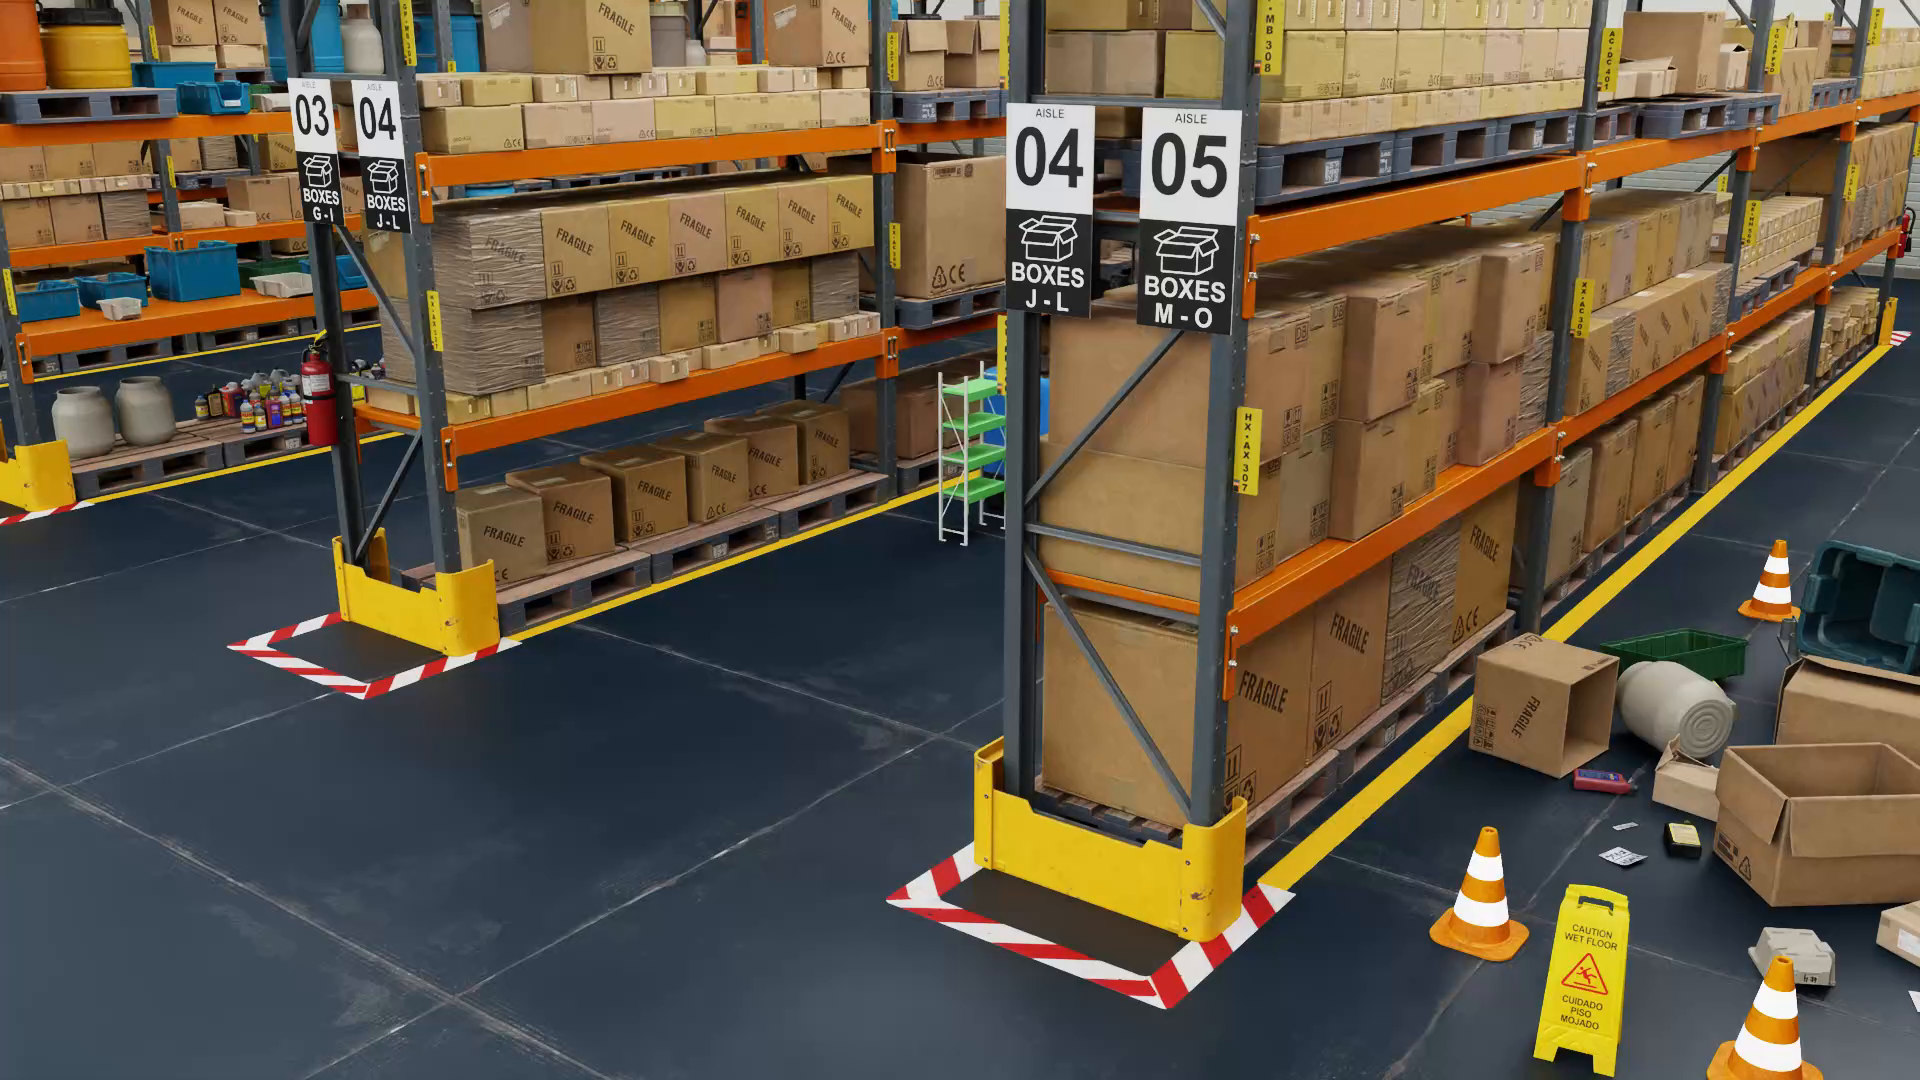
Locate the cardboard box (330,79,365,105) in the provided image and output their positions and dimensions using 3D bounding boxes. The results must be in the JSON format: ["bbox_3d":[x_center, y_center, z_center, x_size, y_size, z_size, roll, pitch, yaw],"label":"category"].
[{"bbox_3d":[-3.387,-2.550,9.420,0.380,0.149,0.250,12,21,35],"label":"cardboard box"}]

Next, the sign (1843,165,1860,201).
[{"bbox_3d":[8.219,-3.291,15.331,0.100,0.325,0.005,12,21,35],"label":"sign"}]

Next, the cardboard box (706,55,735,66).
[{"bbox_3d":[-3.617,-6.920,24.165,0.500,0.250,0.500,12,21,35],"label":"cardboard box"}]

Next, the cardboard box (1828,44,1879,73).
[{"bbox_3d":[8.251,-4.507,15.551,0.500,0.250,0.500,13,22,36],"label":"cardboard box"}]

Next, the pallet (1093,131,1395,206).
[{"bbox_3d":[1.055,-1.546,6.755,1.003,0.211,1.213,12,21,35],"label":"pallet"}]

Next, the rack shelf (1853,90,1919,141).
[{"bbox_3d":[8.963,-4.400,17.011,1.077,0.370,4.000,12,21,35],"label":"rack shelf"}]

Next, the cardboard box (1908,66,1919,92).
[{"bbox_3d":[9.798,-4.871,17.566,0.500,0.250,0.500,12,21,35],"label":"cardboard box"}]

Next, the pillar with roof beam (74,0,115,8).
[{"bbox_3d":[-8.481,-7.356,20.259,9.100,9.000,0.400,12,21,35],"label":"pillar with roof beam"}]

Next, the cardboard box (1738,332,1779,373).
[{"bbox_3d":[6.600,-1.605,14.097,0.500,0.250,0.500,13,21,35],"label":"cardboard box"}]

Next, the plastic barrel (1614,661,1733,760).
[{"bbox_3d":[3.560,0.842,8.319,0.421,0.421,0.512,-4,18,-13],"label":"plastic barrel"}]

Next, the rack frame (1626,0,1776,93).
[{"bbox_3d":[5.388,-4.747,11.858,1.000,3.000,0.127,12,21,35],"label":"rack frame"}]

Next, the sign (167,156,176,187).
[{"bbox_3d":[-8.426,-3.935,17.765,0.100,0.325,0.005,12,21,35],"label":"sign"}]

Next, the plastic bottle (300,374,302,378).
[{"bbox_3d":[-5.955,-1.422,15.105,0.061,0.283,0.133,14,22,37],"label":"plastic bottle"}]

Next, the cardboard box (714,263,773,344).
[{"bbox_3d":[-1.780,-1.674,11.406,0.875,0.500,0.500,12,21,35],"label":"cardboard box"}]

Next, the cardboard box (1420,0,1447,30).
[{"bbox_3d":[1.834,-2.244,7.058,0.380,0.149,0.250,12,21,34],"label":"cardboard box"}]

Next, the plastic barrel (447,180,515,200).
[{"bbox_3d":[-4.423,-2.983,15.447,0.600,0.901,0.708,12,21,35],"label":"plastic barrel"}]

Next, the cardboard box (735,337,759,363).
[{"bbox_3d":[-1.595,-1.318,11.354,0.380,0.149,0.250,12,21,35],"label":"cardboard box"}]

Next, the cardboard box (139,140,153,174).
[{"bbox_3d":[-11.466,-5.252,22.689,0.700,0.500,0.500,12,21,35],"label":"cardboard box"}]

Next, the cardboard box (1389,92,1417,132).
[{"bbox_3d":[1.684,-1.803,6.982,0.380,0.149,0.250,13,21,35],"label":"cardboard box"}]

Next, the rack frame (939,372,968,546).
[{"bbox_3d":[-0.047,-0.554,11.506,0.240,1.200,0.015,12,21,35],"label":"rack frame"}]

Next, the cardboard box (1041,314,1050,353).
[{"bbox_3d":[0.782,-1.864,14.898,0.500,0.250,0.500,16,23,41],"label":"cardboard box"}]

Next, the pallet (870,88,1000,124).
[{"bbox_3d":[-0.465,-3.301,12.575,1.213,0.211,1.003,12,21,35],"label":"pallet"}]

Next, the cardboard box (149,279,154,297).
[{"bbox_3d":[-8.861,-2.884,18.955,0.500,0.311,0.500,12,21,35],"label":"cardboard box"}]

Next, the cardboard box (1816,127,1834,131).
[{"bbox_3d":[8.750,-4.032,17.313,0.500,0.500,0.500,12,21,33],"label":"cardboard box"}]

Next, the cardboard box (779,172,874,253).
[{"bbox_3d":[-0.966,-2.342,11.871,0.500,0.500,0.500,12,21,35],"label":"cardboard box"}]

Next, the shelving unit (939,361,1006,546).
[{"bbox_3d":[0.099,-0.612,11.693,0.258,1.200,0.503,12,21,35],"label":"shelving unit"}]

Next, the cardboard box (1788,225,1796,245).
[{"bbox_3d":[7.071,-2.679,14.526,0.380,0.149,0.250,11,20,32],"label":"cardboard box"}]

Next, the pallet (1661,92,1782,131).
[{"bbox_3d":[5.047,-3.062,11.807,1.213,0.211,1.003,14,22,37],"label":"pallet"}]

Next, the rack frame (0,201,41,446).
[{"bbox_3d":[-7.280,-1.753,12.330,1.000,3.000,0.127,12,21,35],"label":"rack frame"}]

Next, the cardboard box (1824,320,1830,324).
[{"bbox_3d":[8.466,-2.128,16.634,0.380,0.149,0.250,12,21,34],"label":"cardboard box"}]

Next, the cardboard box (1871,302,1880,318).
[{"bbox_3d":[10.069,-2.593,18.633,0.380,0.149,0.250,12,21,33],"label":"cardboard box"}]

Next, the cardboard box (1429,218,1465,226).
[{"bbox_3d":[5.914,-3.708,21.500,0.875,0.875,0.875,12,21,35],"label":"cardboard box"}]

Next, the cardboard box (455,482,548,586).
[{"bbox_3d":[-2.917,-0.030,10.289,0.500,0.500,0.500,-15,23,-40],"label":"cardboard box"}]

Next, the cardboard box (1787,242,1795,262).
[{"bbox_3d":[7.078,-2.538,14.575,0.380,0.149,0.250,11,21,32],"label":"cardboard box"}]

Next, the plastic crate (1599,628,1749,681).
[{"bbox_3d":[3.953,0.659,9.209,0.662,0.188,0.450,-7,9,-22],"label":"plastic crate"}]

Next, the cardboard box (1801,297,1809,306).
[{"bbox_3d":[8.995,-2.584,18.102,0.380,0.149,0.250,13,22,37],"label":"cardboard box"}]

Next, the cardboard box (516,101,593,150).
[{"bbox_3d":[-2.505,-2.431,9.711,0.500,0.250,0.500,12,21,33],"label":"cardboard box"}]

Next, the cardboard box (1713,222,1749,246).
[{"bbox_3d":[6.126,-2.445,13.272,0.380,0.149,0.250,12,21,34],"label":"cardboard box"}]

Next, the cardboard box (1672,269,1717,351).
[{"bbox_3d":[5.037,-1.657,11.853,0.500,0.500,0.500,12,21,35],"label":"cardboard box"}]

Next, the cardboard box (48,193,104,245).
[{"bbox_3d":[-9.441,-3.396,17.452,0.700,0.500,0.500,12,21,34],"label":"cardboard box"}]

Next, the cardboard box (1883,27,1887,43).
[{"bbox_3d":[8.761,-4.899,16.143,0.380,0.149,0.250,12,21,33],"label":"cardboard box"}]

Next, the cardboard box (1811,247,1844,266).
[{"bbox_3d":[8.203,-2.725,15.884,0.380,0.149,0.250,13,22,37],"label":"cardboard box"}]

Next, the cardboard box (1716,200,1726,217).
[{"bbox_3d":[6.700,-3.000,15.059,0.380,0.149,0.250,12,21,34],"label":"cardboard box"}]

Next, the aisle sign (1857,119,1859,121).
[{"bbox_3d":[9.957,-5.100,18.724,0.394,0.787,0.004,12,21,35],"label":"aisle sign"}]

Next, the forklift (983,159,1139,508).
[{"bbox_3d":[1.509,-1.855,12.774,1.130,2.935,3.031,15,23,40],"label":"forklift"}]

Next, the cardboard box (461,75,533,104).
[{"bbox_3d":[-2.669,-2.580,9.517,0.380,0.149,0.250,12,21,34],"label":"cardboard box"}]

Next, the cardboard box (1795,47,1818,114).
[{"bbox_3d":[6.528,-3.692,13.348,0.500,0.500,0.500,12,21,35],"label":"cardboard box"}]

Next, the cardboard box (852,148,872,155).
[{"bbox_3d":[-1.771,-6.333,26.910,0.500,0.500,0.500,13,22,36],"label":"cardboard box"}]

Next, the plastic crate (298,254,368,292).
[{"bbox_3d":[-5.338,-2.323,14.417,0.499,0.251,0.616,12,21,35],"label":"plastic crate"}]

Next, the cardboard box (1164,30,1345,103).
[{"bbox_3d":[1.115,-1.798,6.292,0.500,0.250,0.500,12,21,35],"label":"cardboard box"}]

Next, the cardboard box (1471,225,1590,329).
[{"bbox_3d":[3.296,-1.574,9.901,0.700,0.500,0.500,12,21,34],"label":"cardboard box"}]

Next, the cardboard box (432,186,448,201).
[{"bbox_3d":[-6.741,-4.413,21.046,0.500,0.311,0.500,14,22,38],"label":"cardboard box"}]

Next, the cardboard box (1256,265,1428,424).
[{"bbox_3d":[1.570,-0.902,7.518,0.875,0.550,0.550,12,21,35],"label":"cardboard box"}]

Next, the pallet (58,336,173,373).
[{"bbox_3d":[-9.380,-2.068,18.047,1.003,0.211,1.213,12,21,35],"label":"pallet"}]

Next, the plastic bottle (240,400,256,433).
[{"bbox_3d":[-5.949,-1.037,13.883,0.097,0.271,0.097,0,17,0],"label":"plastic bottle"}]
